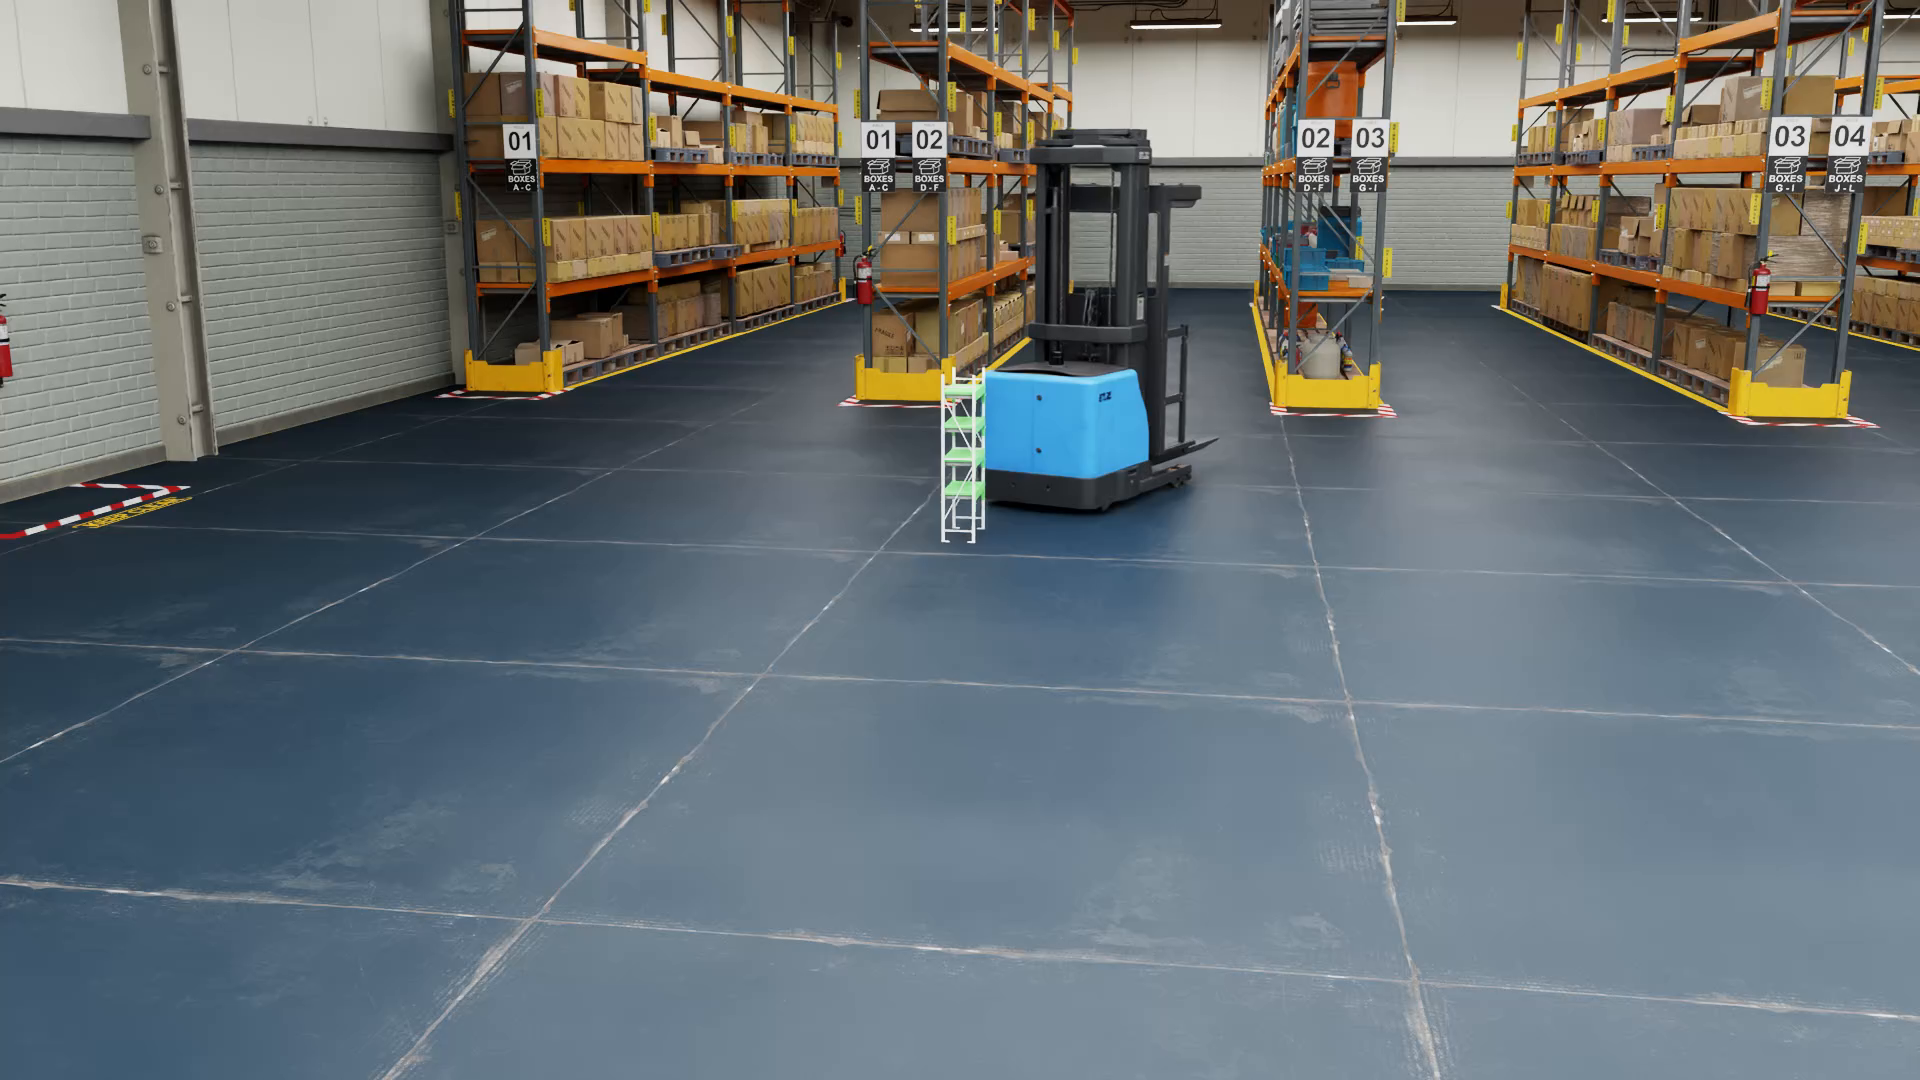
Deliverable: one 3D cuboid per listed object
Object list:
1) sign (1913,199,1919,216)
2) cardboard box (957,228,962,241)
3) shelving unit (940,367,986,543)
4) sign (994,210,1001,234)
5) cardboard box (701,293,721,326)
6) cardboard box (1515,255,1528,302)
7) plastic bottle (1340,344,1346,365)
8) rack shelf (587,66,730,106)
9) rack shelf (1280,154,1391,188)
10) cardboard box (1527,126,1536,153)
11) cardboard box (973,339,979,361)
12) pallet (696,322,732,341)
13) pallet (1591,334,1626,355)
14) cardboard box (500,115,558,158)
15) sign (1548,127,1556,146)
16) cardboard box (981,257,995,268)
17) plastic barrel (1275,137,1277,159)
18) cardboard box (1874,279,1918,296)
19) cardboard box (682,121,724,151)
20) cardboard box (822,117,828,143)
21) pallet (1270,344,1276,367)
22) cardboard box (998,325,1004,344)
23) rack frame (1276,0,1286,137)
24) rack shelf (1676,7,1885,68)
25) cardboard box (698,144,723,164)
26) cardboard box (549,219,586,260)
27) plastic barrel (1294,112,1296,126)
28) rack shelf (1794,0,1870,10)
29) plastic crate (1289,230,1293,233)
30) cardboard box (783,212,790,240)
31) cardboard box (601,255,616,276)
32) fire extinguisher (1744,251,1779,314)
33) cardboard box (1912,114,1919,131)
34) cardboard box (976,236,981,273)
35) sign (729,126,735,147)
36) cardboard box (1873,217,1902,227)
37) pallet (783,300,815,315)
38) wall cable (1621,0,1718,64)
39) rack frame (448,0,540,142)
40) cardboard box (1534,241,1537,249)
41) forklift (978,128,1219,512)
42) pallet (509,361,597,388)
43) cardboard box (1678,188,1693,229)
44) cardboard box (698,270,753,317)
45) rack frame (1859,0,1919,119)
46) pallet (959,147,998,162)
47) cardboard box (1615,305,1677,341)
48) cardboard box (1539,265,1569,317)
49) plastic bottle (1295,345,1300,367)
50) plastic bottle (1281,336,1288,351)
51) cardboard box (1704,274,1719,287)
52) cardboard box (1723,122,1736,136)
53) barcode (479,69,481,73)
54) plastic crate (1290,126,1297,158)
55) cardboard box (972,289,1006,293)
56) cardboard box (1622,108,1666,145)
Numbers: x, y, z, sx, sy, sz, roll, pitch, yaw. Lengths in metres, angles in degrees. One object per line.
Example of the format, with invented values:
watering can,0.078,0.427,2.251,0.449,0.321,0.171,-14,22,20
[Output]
sign,16.424,-5.701,28.579,0.100,0.325,0.005,2,12,9
cardboard box,-0.174,-3.867,21.039,0.380,0.149,0.250,2,12,8
shelving unit,0.025,-0.621,12.027,0.258,1.200,0.503,2,12,9
sign,0.520,-4.435,23.209,0.100,0.325,0.005,2,12,9
cardboard box,-4.368,-3.825,27.509,0.700,0.500,0.500,2,12,9
cardboard box,11.586,-5.198,33.038,0.875,0.875,0.875,2,12,9
plastic bottle,4.936,-2.380,21.347,0.097,0.271,0.097,0,12,0
rack shelf,-4.616,-6.952,25.549,1.077,0.370,4.000,2,12,9
rack shelf,4.558,-4.528,20.470,1.077,0.370,4.000,2,12,9
cardboard box,11.372,-7.713,32.071,0.700,0.500,0.500,1,12,7
cardboard box,-0.033,-2.540,22.188,0.500,0.250,0.500,2,12,9
pallet,-4.430,-3.457,27.534,1.003,0.211,1.213,2,12,9
pallet,10.253,-2.976,25.300,1.003,0.211,1.213,2,12,9
cardboard box,-5.240,-4.904,20.224,0.500,0.500,0.500,2,12,10
sign,10.441,-7.110,29.328,0.100,0.325,0.005,2,12,9
cardboard box,0.310,-4.046,24.242,0.380,0.149,0.250,2,12,9
plastic barrel,5.130,-6.128,25.924,0.421,0.512,0.421,0,12,0
cardboard box,15.338,-4.140,27.241,0.500,0.250,0.500,2,12,11
cardboard box,-4.292,-6.814,28.090,0.700,0.500,0.500,1,12,4
cardboard box,-3.009,-8.397,34.059,0.500,0.500,0.500,2,12,10
pallet,4.948,-2.631,23.700,1.003,0.211,1.213,2,12,9
cardboard box,0.358,-3.034,24.482,0.500,0.250,0.500,2,12,10
rack frame,5.481,-7.595,25.874,1.000,3.000,0.127,2,12,9
rack shelf,9.452,-5.832,19.410,1.077,0.370,4.000,2,12,9
cardboard box,-4.152,-6.257,26.950,0.500,0.311,0.500,2,12,9
cardboard box,-5.083,-3.813,21.094,0.500,0.500,0.500,2,12,9
plastic barrel,4.605,-5.472,21.883,0.421,0.512,0.421,0,12,0
rack shelf,16.183,-9.774,29.807,1.077,0.370,4.000,2,12,9
plastic crate,6.513,-5.778,31.823,0.437,0.282,0.530,2,12,9
cardboard box,-3.515,-5.915,31.331,0.500,0.500,0.500,2,12,8
cardboard box,-4.920,-3.665,22.188,0.500,0.250,0.500,2,12,9
fire extinguisher,8.671,-2.789,18.000,0.296,0.674,0.183,2,12,9
cardboard box,15.243,-6.570,26.186,0.396,0.266,0.258,2,12,9
cardboard box,-0.090,-3.947,22.950,0.700,0.500,0.500,2,12,7
sign,-3.773,-6.684,27.541,0.100,0.325,0.005,2,12,9
cardboard box,15.162,-5.189,27.140,0.380,0.149,0.250,2,12,11
pallet,-3.499,-4.608,32.875,1.003,0.211,1.213,2,12,9
wall cable,15.880,-11.737,37.461,2.277,5.999,0.120,2,12,9
rack frame,-5.539,-6.250,19.636,1.000,3.000,0.127,2,12,9
cardboard box,10.832,-5.446,30.740,0.380,0.149,0.250,2,12,10
forklift,1.324,-1.918,13.935,1.130,2.935,3.031,7,14,30
pallet,-5.367,-2.138,21.414,1.003,0.211,1.213,2,12,9
cardboard box,9.364,-4.162,20.870,0.500,0.500,0.500,2,12,9
cardboard box,-4.066,-4.286,28.868,0.750,0.750,0.750,2,12,8
rack frame,15.875,-8.085,28.149,1.000,3.000,0.127,2,12,9
pallet,0.094,-5.547,23.948,0.805,0.209,1.217,1,12,6
cardboard box,10.219,-3.239,24.790,0.700,0.500,0.500,1,12,4
cardboard box,10.911,-4.367,29.183,1.225,0.875,0.875,2,12,9
plastic bottle,4.271,-2.329,21.082,0.061,0.283,0.133,2,12,9
plastic bottle,4.237,-2.467,21.564,0.144,0.351,0.185,2,12,8
cardboard box,9.111,-3.095,19.831,0.380,0.149,0.250,2,12,9
cardboard box,9.086,-4.763,19.262,0.380,0.149,0.250,1,12,6
barcode,-5.924,-5.779,20.534,0.001,0.075,0.075,2,12,9
plastic crate,4.246,-4.862,20.351,0.392,0.384,0.575,2,12,9
cardboard box,0.499,-4.019,28.410,0.500,0.500,0.500,2,12,11
cardboard box,9.896,-5.961,23.990,0.500,0.500,0.500,2,12,7
